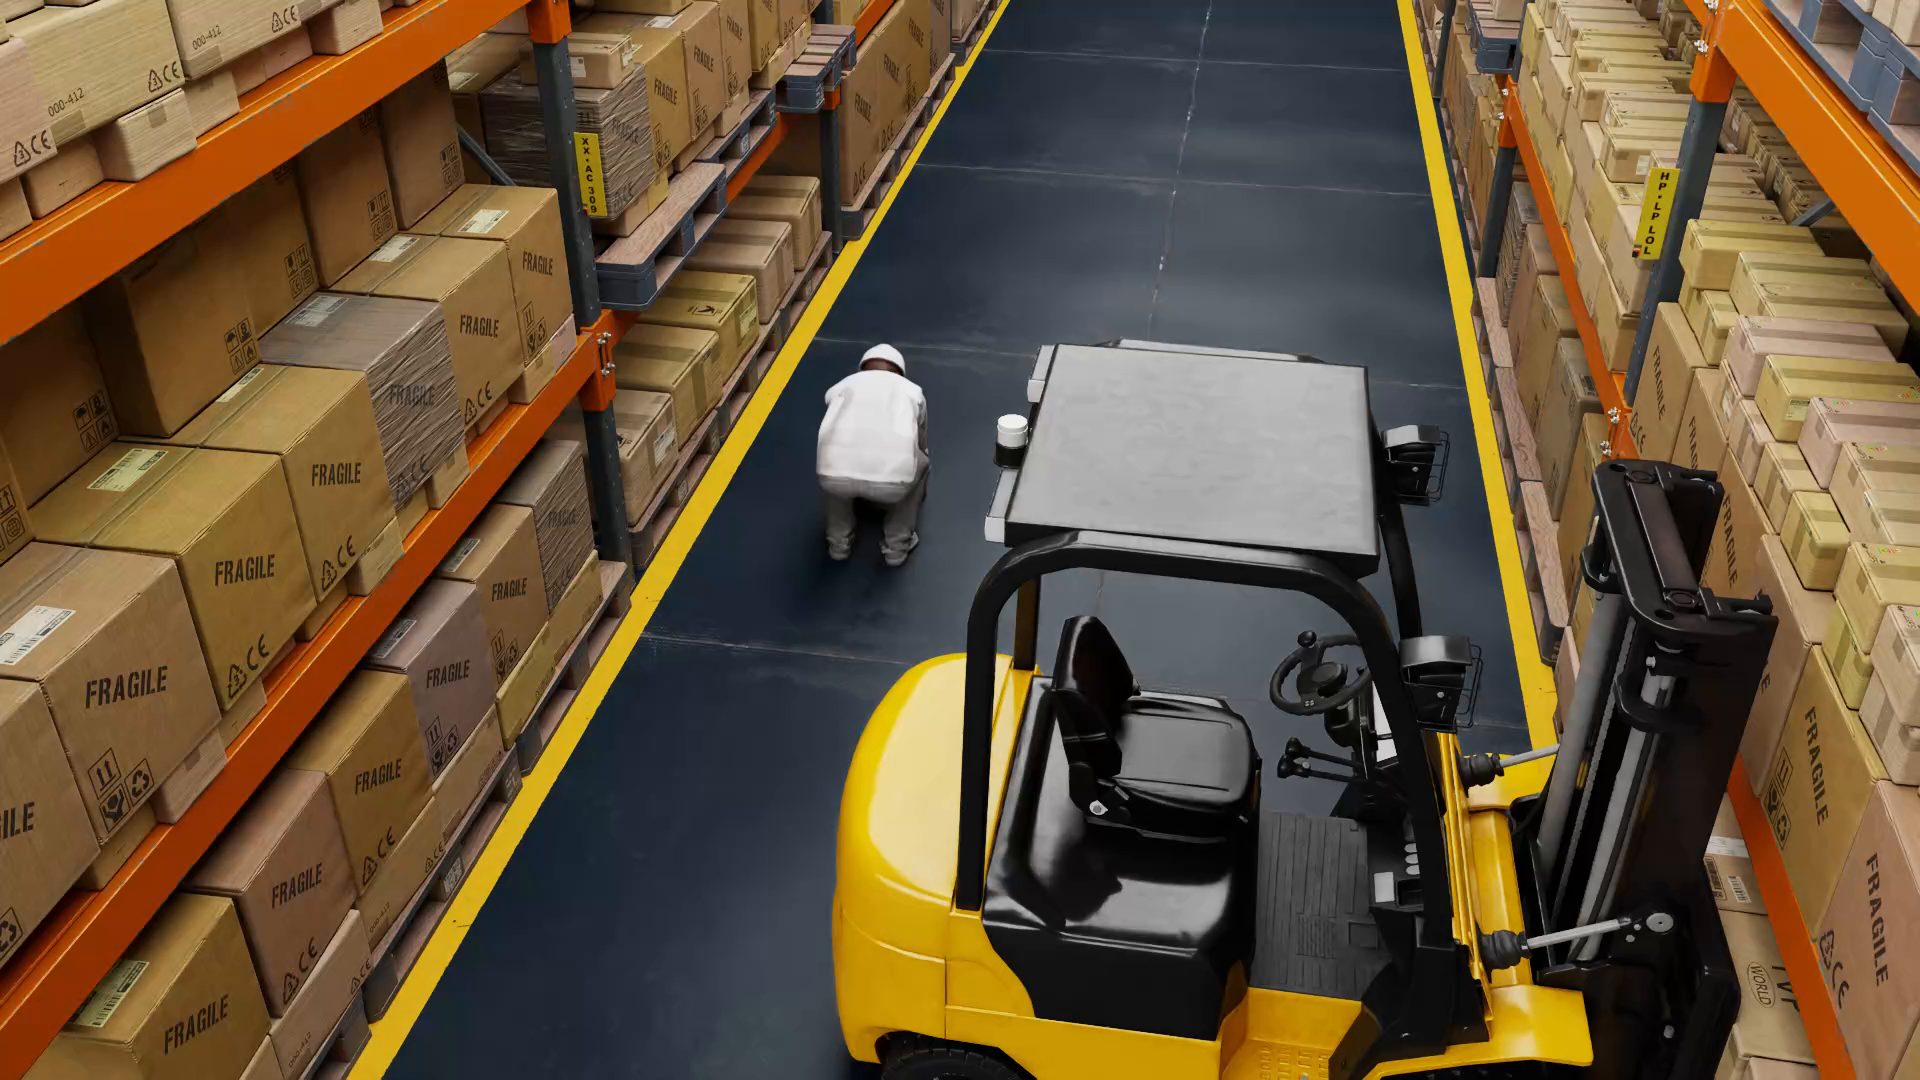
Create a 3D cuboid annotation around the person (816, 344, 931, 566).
[{"bbox_3d":[-0.390,-0.383,7.673,0.506,0.795,0.994,4,32,6],"label":"person"}]
